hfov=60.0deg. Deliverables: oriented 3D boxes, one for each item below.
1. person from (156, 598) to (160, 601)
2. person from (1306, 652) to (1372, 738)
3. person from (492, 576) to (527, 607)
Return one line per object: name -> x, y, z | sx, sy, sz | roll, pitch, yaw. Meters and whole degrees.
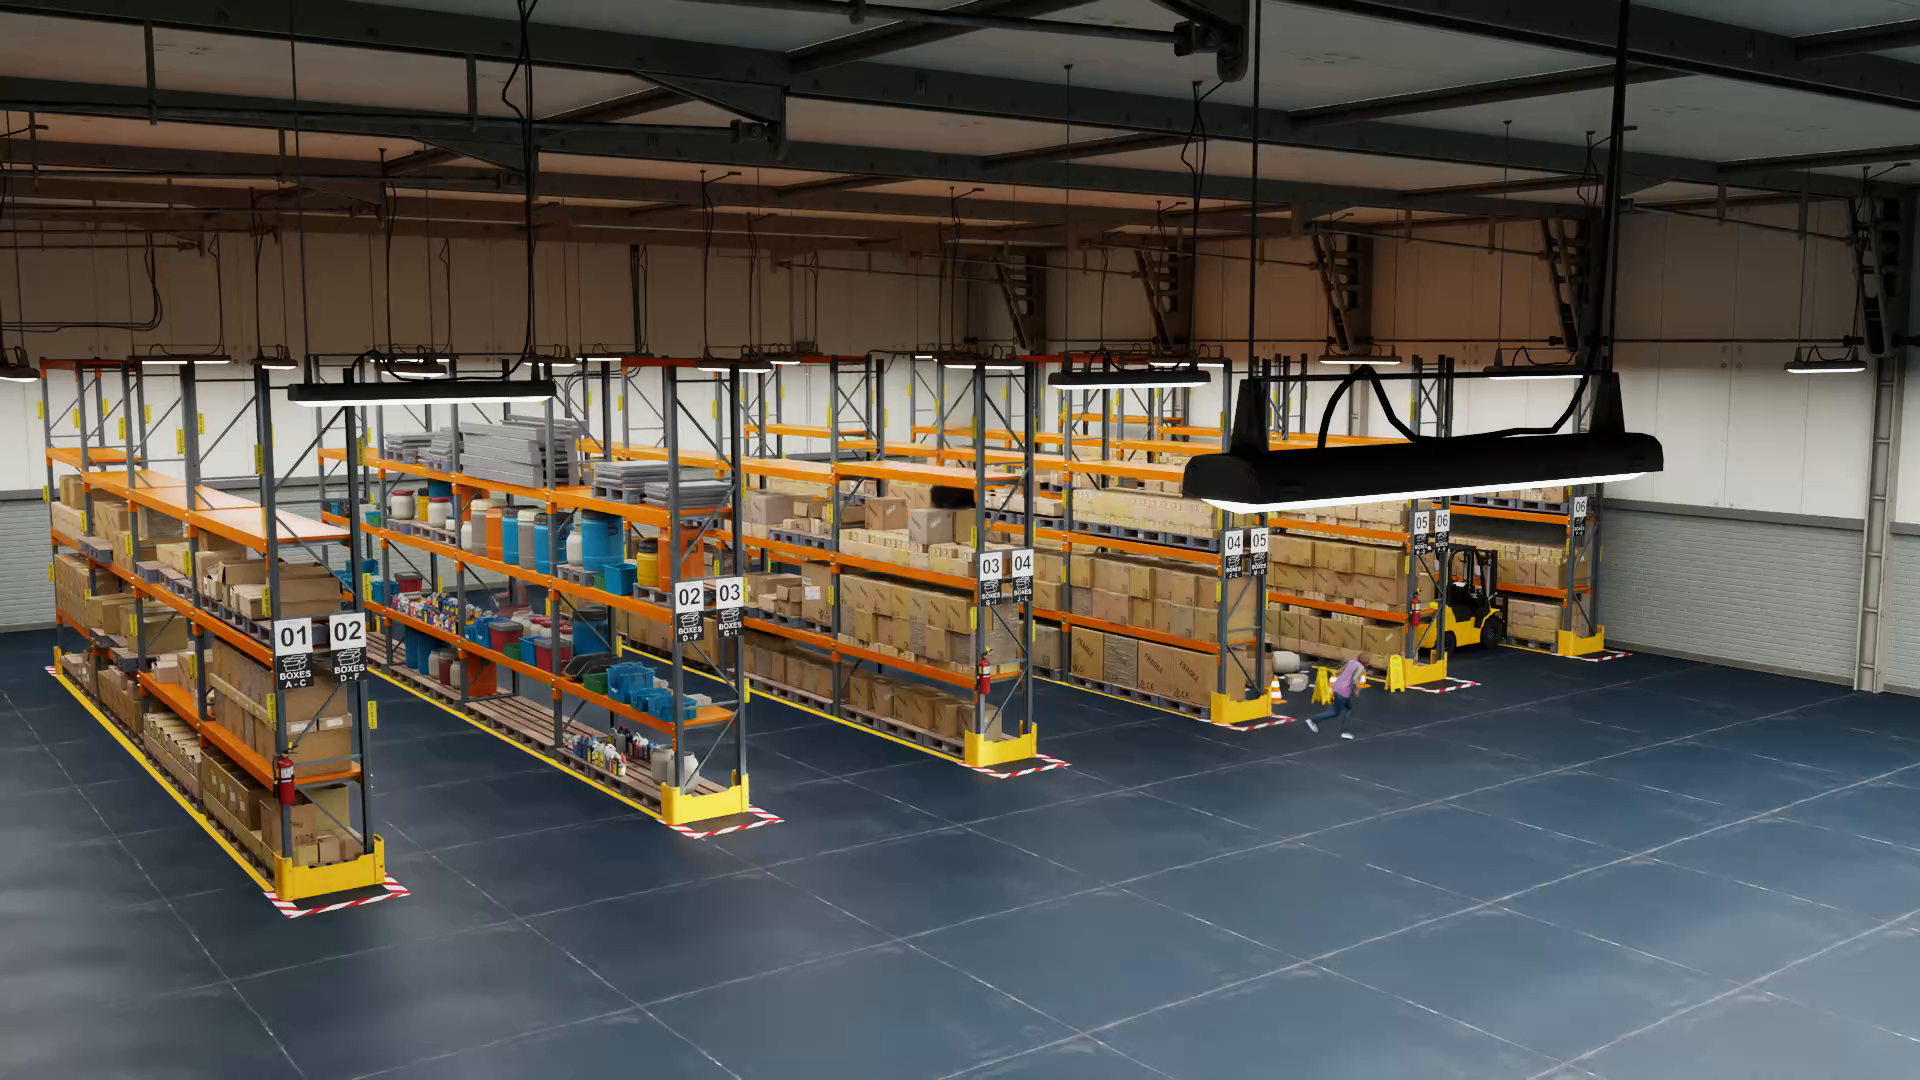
person -> -16.194, 1.460, 33.167 | 0.799, 1.778, 0.674 | 1, 7, 10
person -> 6.039, 2.486, 26.481 | 1.025, 1.413, 0.536 | -1, 7, -7
person -> -10.350, 0.938, 38.397 | 0.923, 1.657, 0.585 | -2, 7, -15
